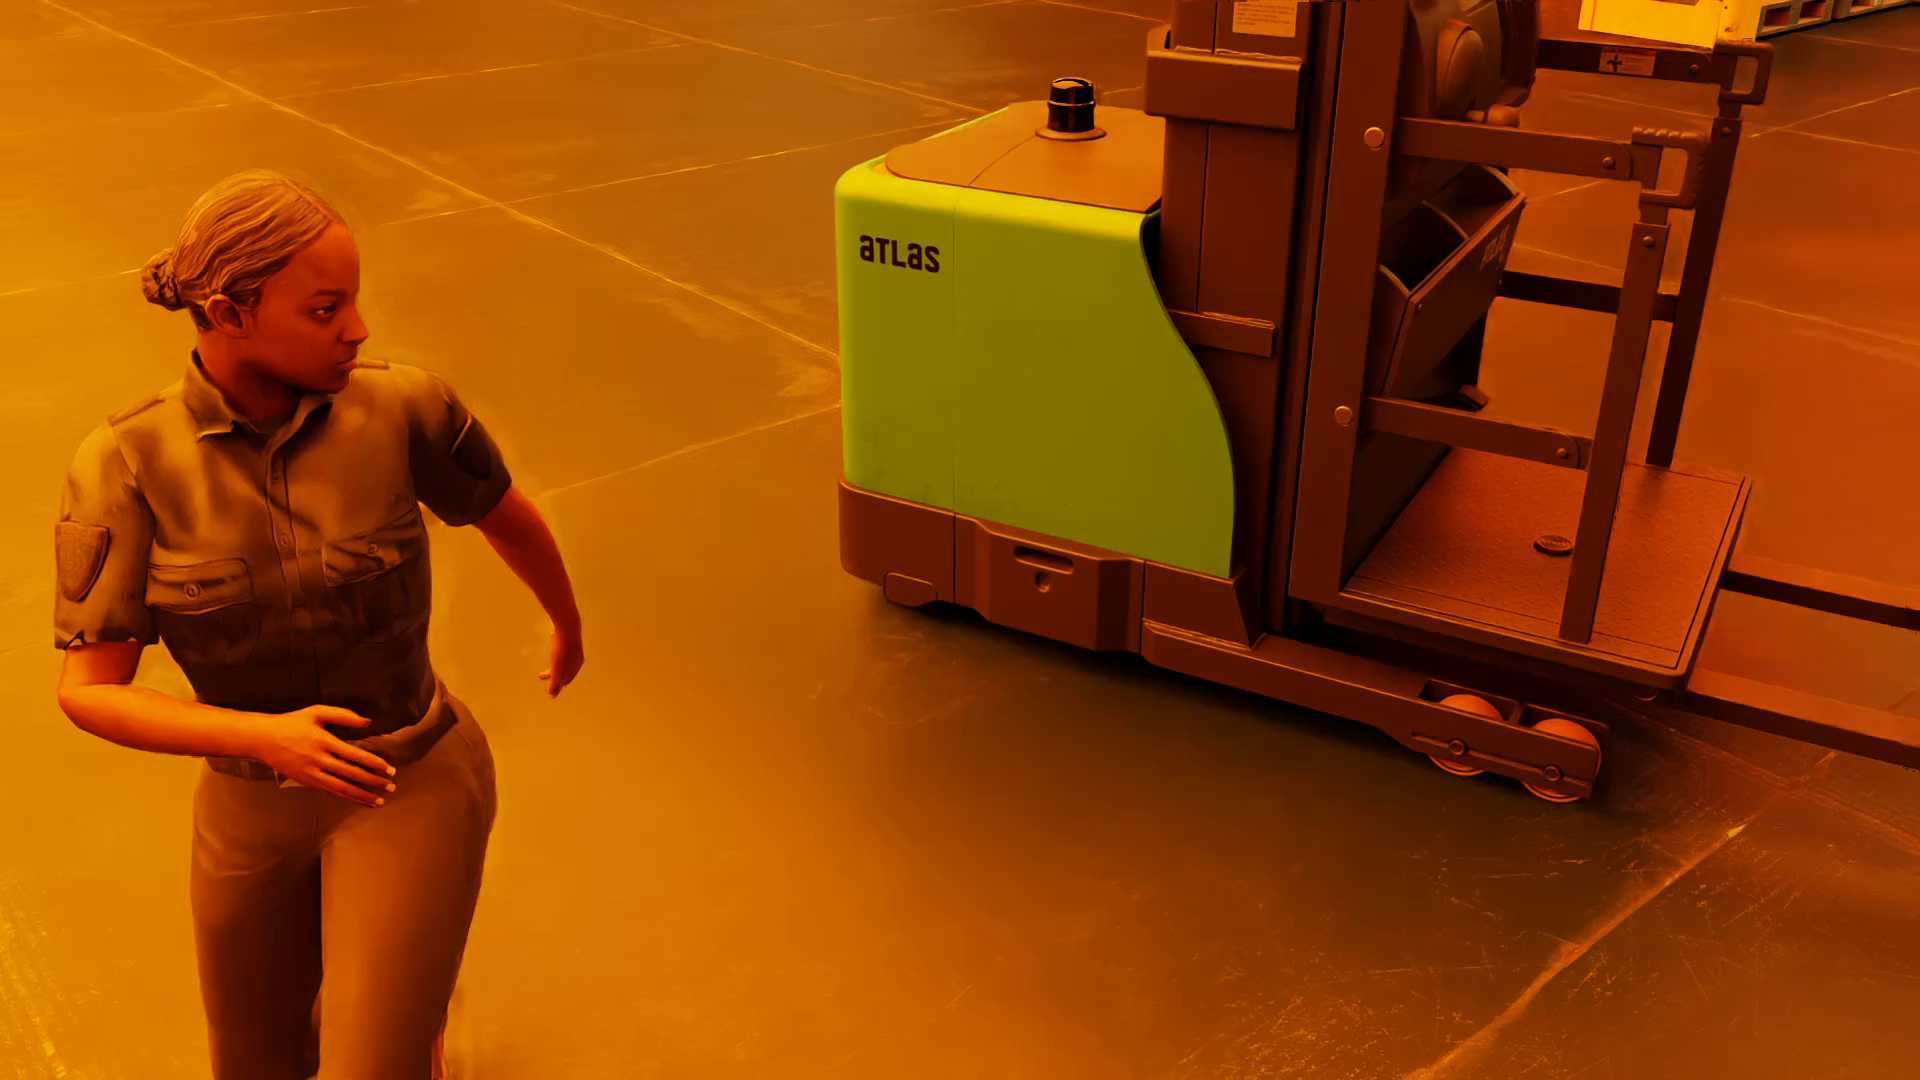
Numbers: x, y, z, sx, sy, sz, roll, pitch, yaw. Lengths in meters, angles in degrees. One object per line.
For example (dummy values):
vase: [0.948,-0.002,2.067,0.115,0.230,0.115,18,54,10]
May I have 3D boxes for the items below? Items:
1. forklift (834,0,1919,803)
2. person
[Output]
forklift: [1.233,-1.045,3.310,3.031,2.935,1.130,14,30,26]
person: [-0.782,0.315,2.133,0.493,1.581,0.821,-1,26,-2]
